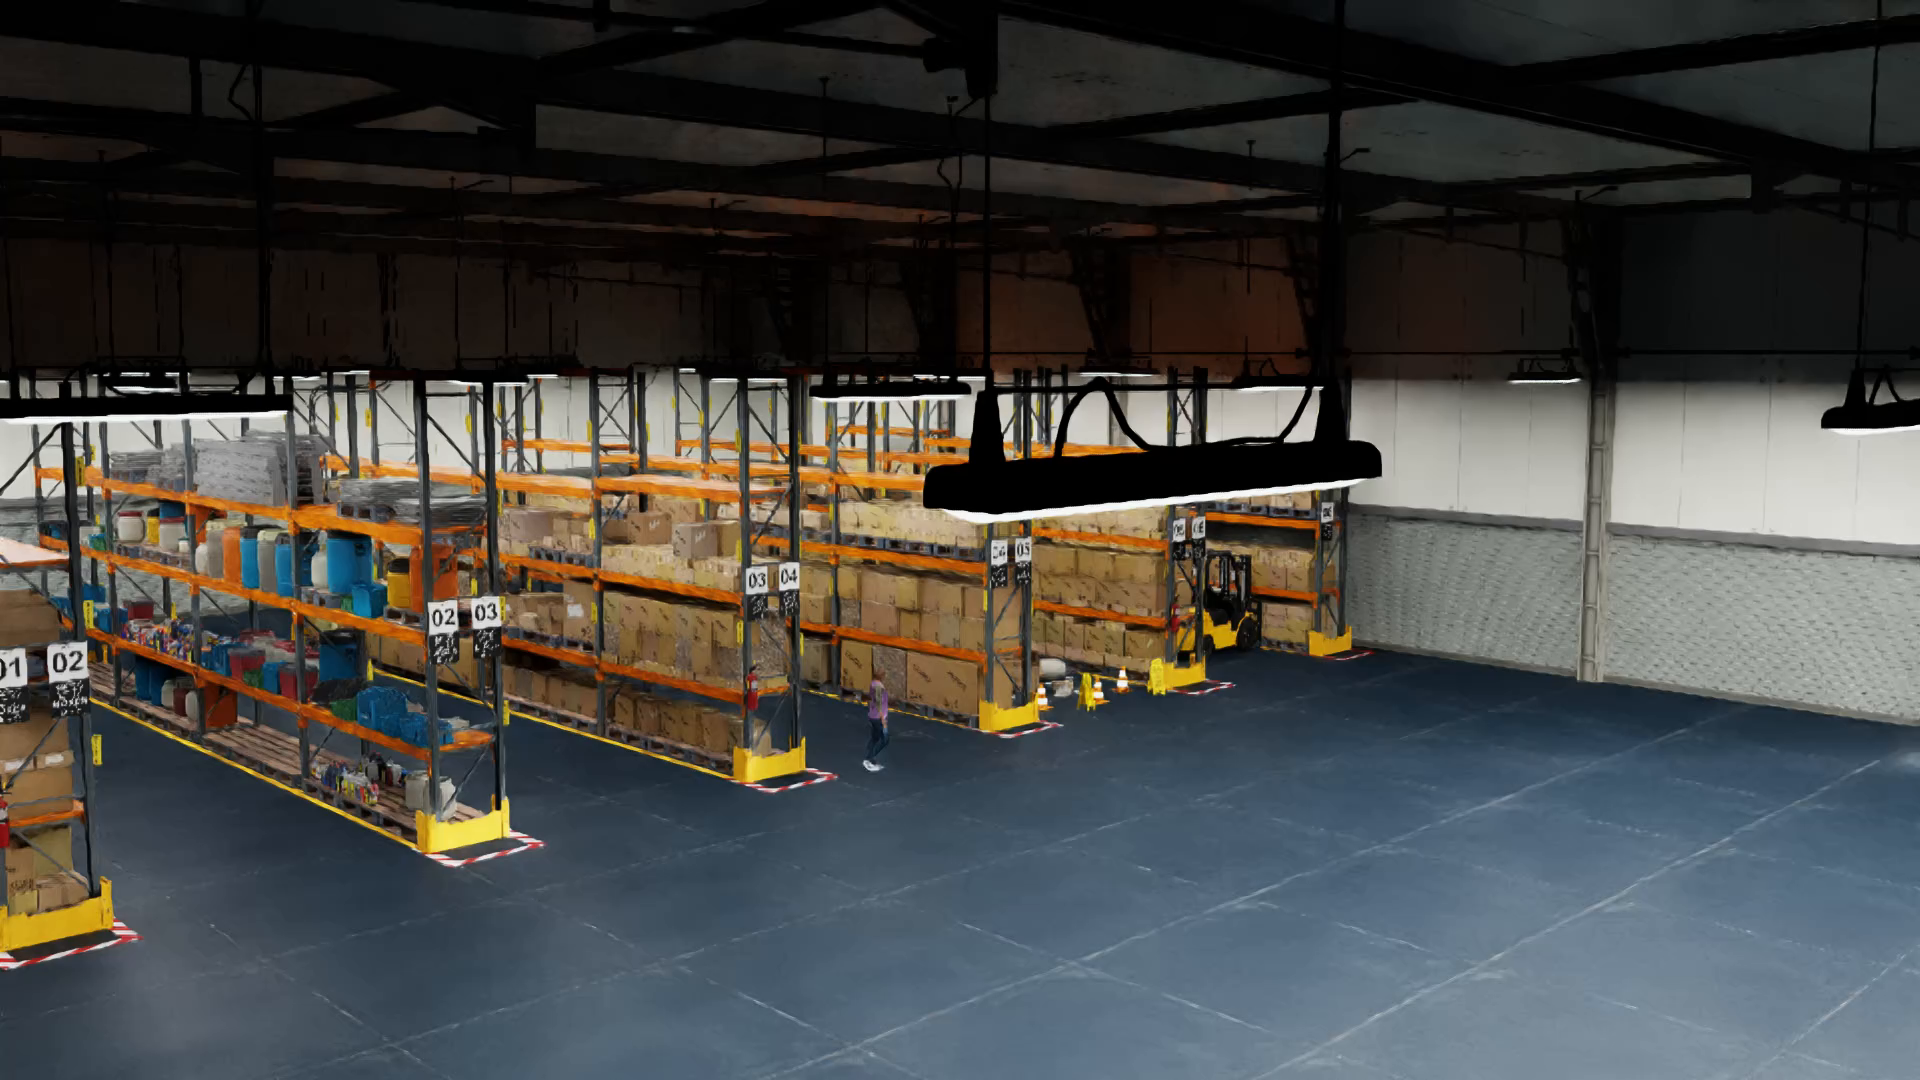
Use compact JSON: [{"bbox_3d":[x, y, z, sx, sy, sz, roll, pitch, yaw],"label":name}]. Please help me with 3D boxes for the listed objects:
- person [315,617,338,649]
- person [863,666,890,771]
[{"bbox_3d":[-11.809,1.974,31.156,0.495,1.674,0.445,2,7,18],"label":"person"},{"bbox_3d":[-1.282,2.703,25.109,0.419,1.590,0.564,-1,7,-12],"label":"person"}]
